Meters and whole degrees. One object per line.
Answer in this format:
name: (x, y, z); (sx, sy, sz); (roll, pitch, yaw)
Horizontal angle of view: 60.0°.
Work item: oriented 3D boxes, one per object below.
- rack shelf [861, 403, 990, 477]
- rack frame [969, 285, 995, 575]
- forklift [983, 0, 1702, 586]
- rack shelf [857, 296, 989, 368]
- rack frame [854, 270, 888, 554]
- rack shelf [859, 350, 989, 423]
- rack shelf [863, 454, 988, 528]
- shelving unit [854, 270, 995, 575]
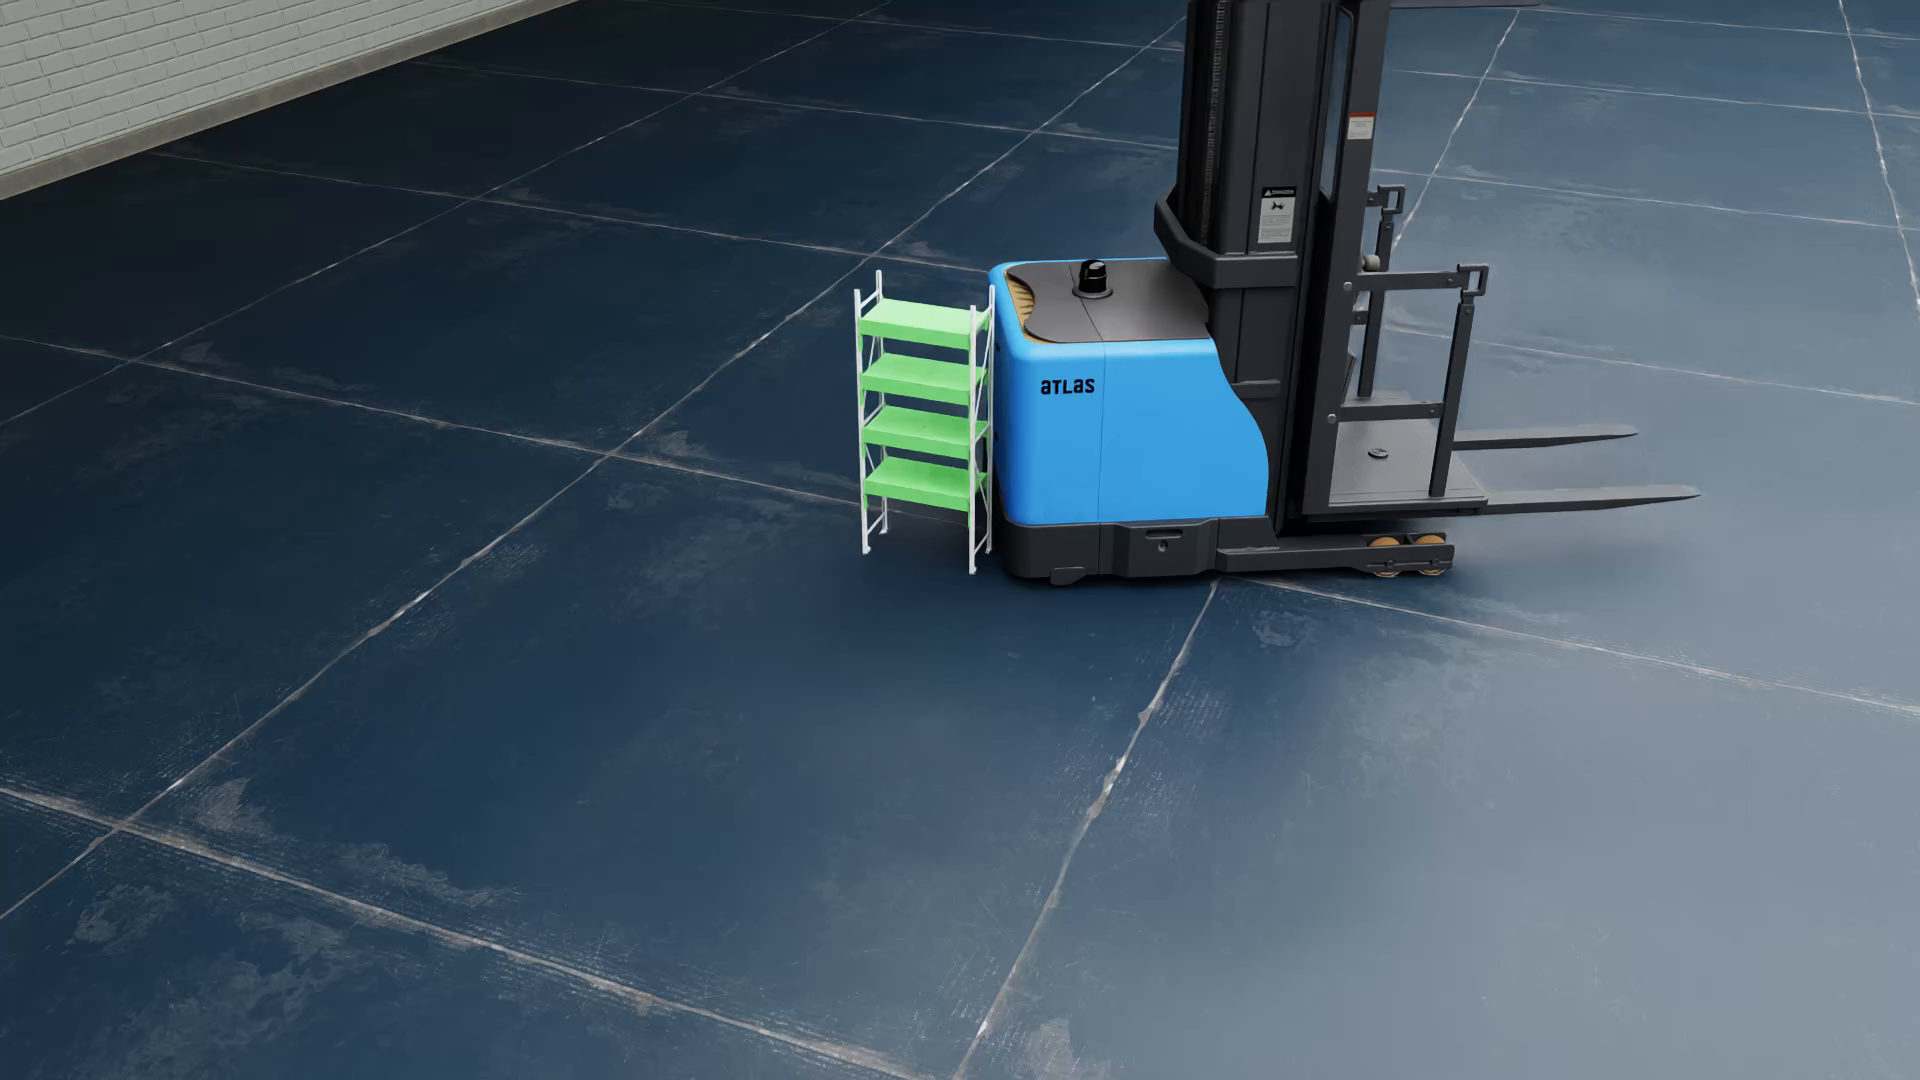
rack shelf: (-0.140, -0.419, 6.902); (0.480, 0.148, 0.258); (10, 31, 18)
rack frame: (0.089, -0.433, 6.796); (0.015, 1.200, 0.240); (10, 31, 18)
forklift: (1.652, -1.376, 6.705); (3.031, 2.935, 1.130); (-3, 30, -4)
rack shelf: (-0.140, -0.837, 6.666); (0.480, 0.148, 0.258); (10, 31, 18)
rack frame: (-0.368, -0.517, 6.946); (0.015, 1.200, 0.240); (10, 31, 18)
rack shelf: (-0.140, -0.628, 6.784); (0.480, 0.148, 0.258); (10, 31, 18)
rack shelf: (-0.140, -0.210, 7.021); (0.480, 0.148, 0.258); (10, 31, 18)
shelving unit: (-0.140, -0.475, 6.871); (0.503, 1.200, 0.258); (10, 31, 18)
